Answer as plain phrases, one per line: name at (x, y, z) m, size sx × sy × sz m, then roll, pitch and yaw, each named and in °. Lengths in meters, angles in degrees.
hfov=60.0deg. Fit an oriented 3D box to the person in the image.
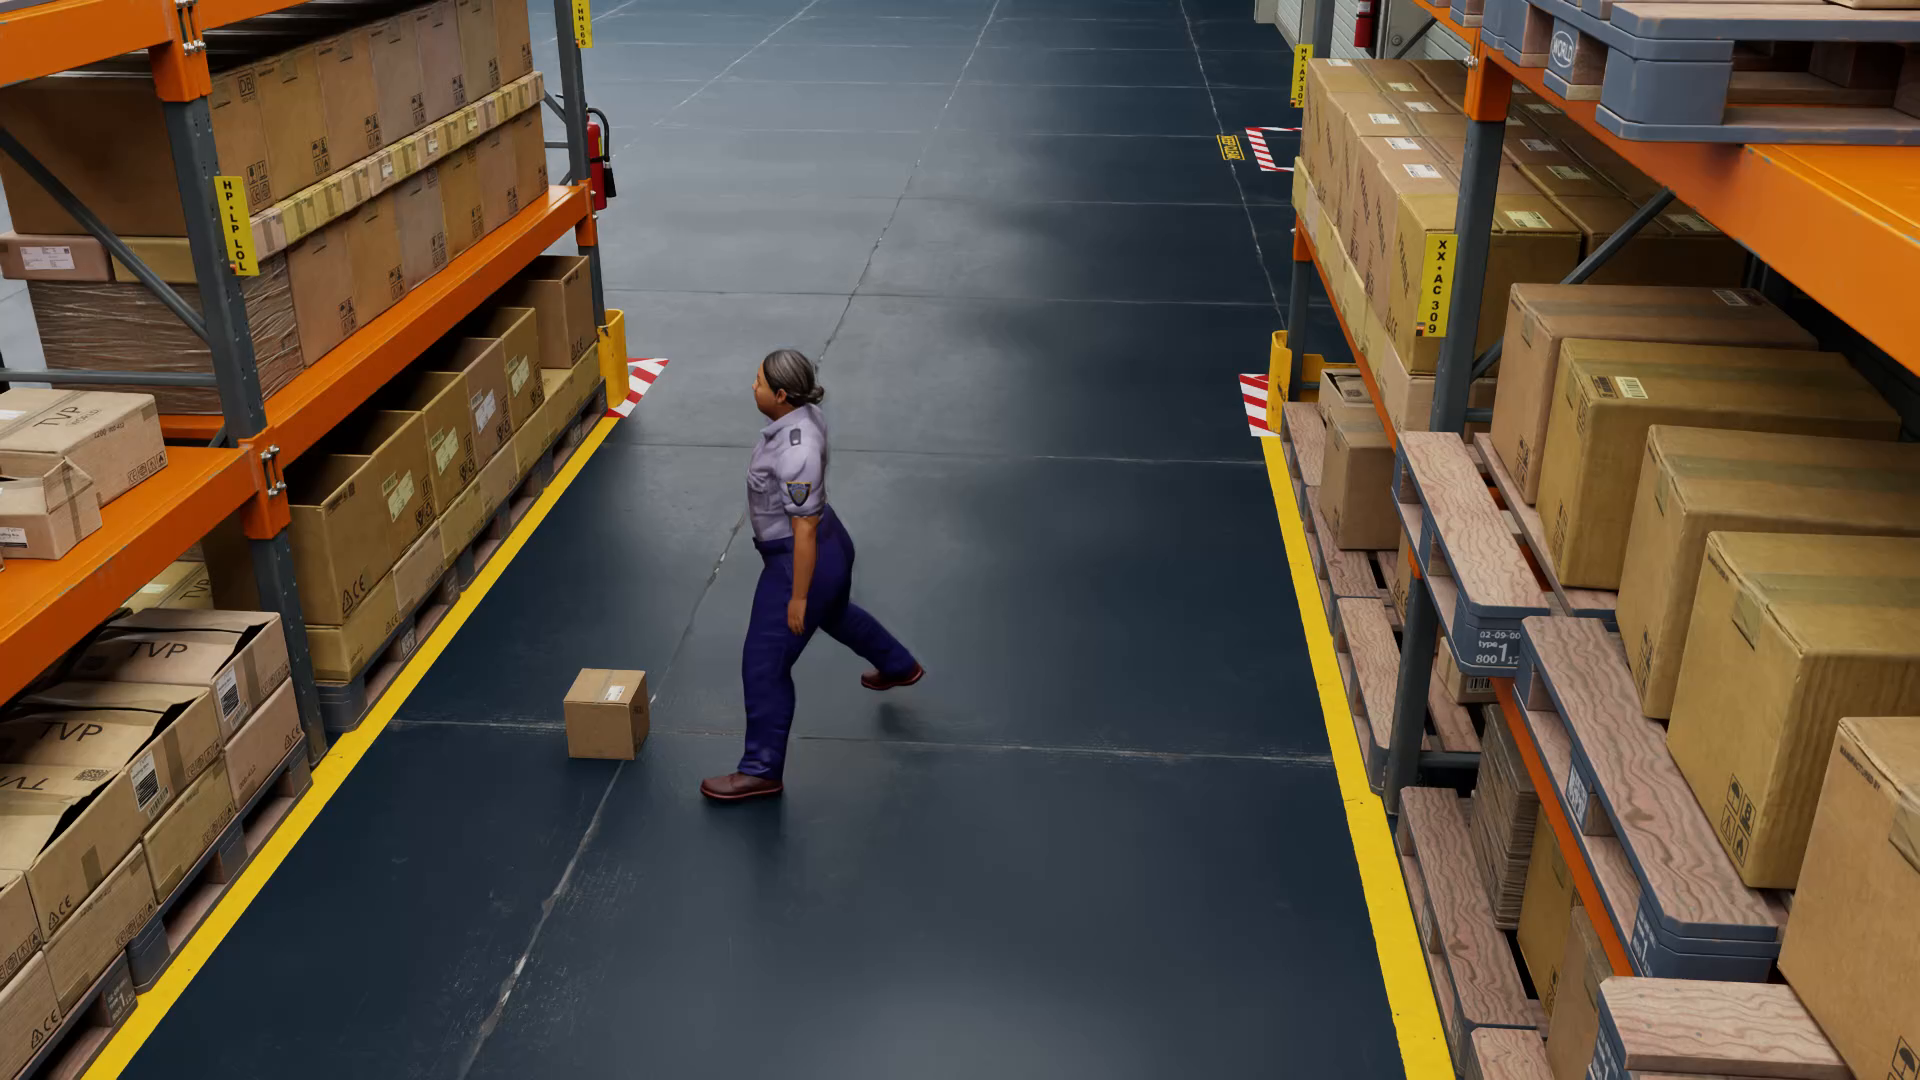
person at (-0.540, 0.045, 6.026) m, size 0.788 × 1.616 × 0.846 m, roll 1°, pitch 25°, yaw 1°
